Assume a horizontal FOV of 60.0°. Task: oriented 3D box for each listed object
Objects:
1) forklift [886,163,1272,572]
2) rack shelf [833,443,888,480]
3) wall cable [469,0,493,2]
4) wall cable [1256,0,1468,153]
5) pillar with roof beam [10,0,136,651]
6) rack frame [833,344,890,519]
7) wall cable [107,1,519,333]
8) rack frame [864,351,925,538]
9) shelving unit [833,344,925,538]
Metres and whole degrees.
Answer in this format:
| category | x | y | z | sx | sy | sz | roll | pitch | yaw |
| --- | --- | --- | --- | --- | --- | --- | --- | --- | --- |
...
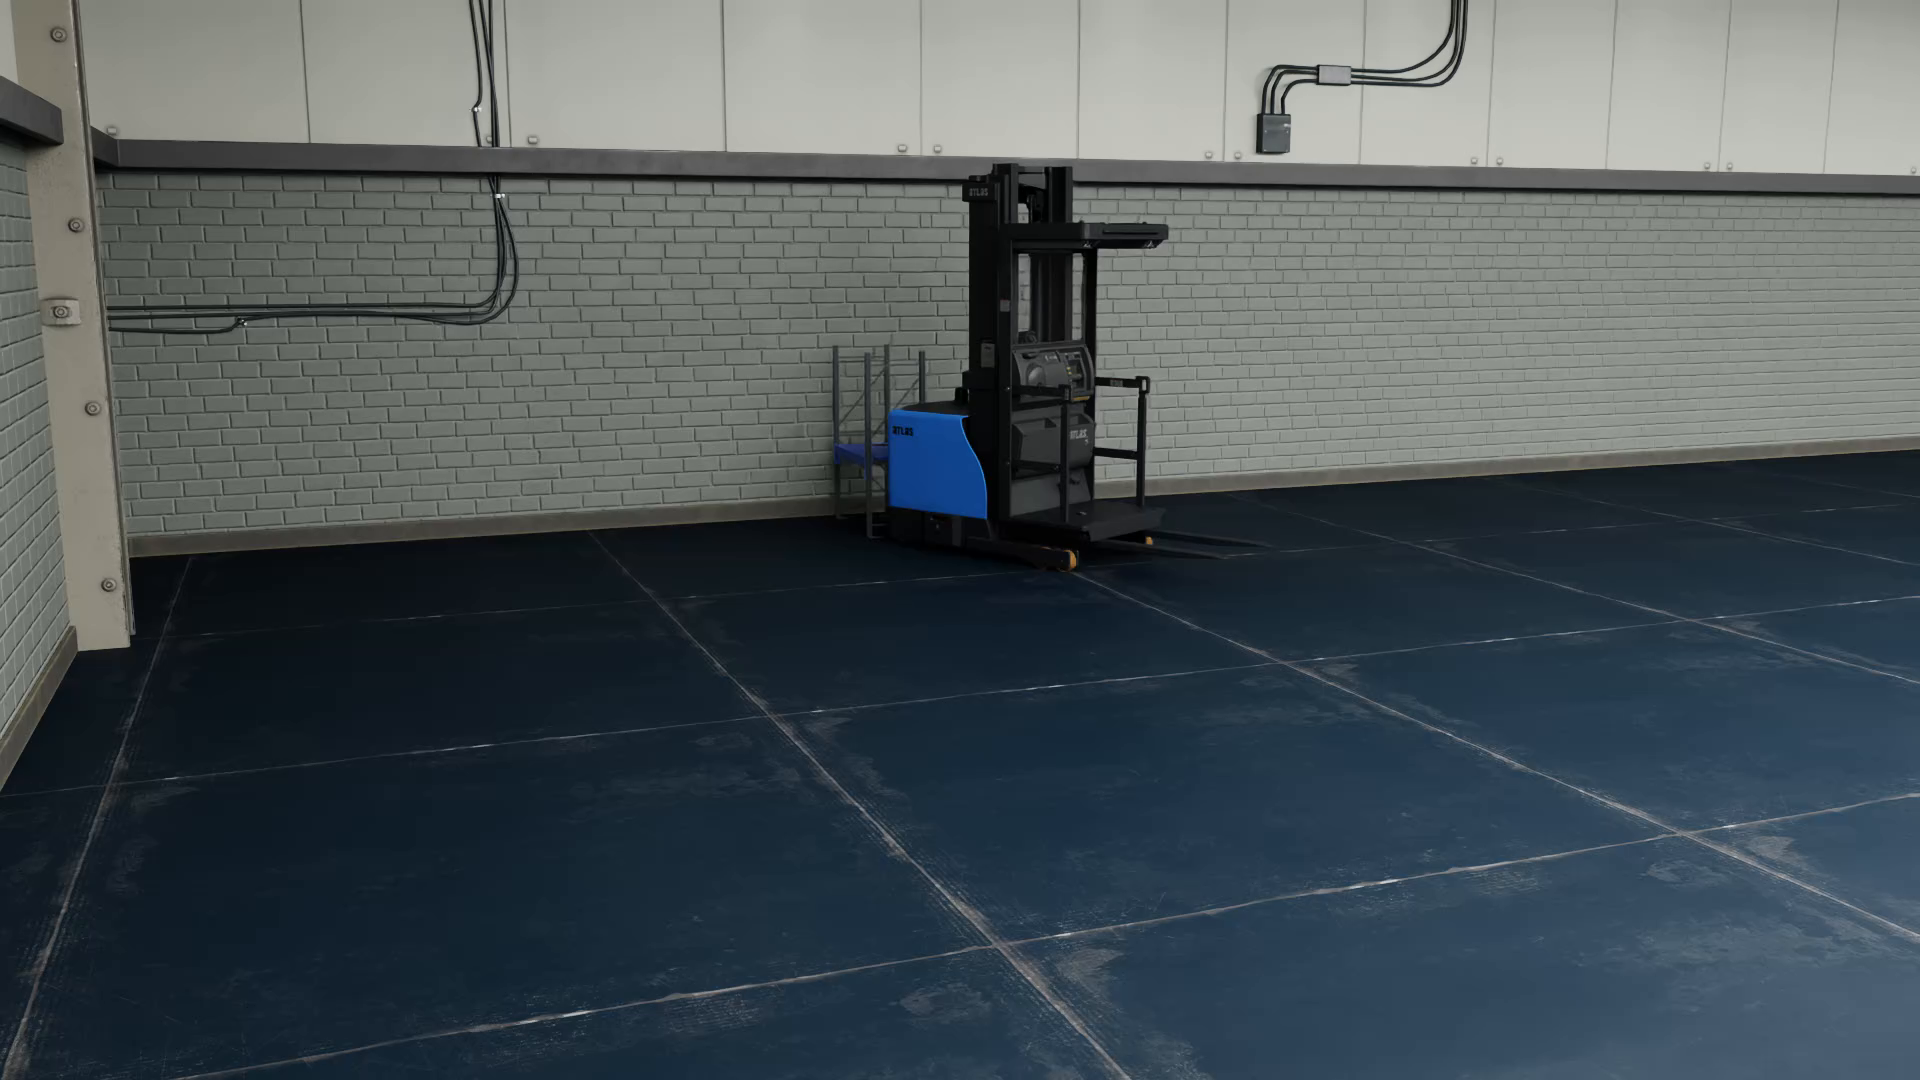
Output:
| category | x | y | z | sx | sy | sz | roll | pitch | yaw |
| --- | --- | --- | --- | --- | --- | --- | --- | --- | --- |
| forklift | 0.871 | -1.312 | 12.428 | 3.031 | 2.935 | 1.130 | 8 | 13 | 39 |
| rack shelf | -0.684 | -0.676 | 13.967 | 0.538 | 0.185 | 1.000 | -3 | 11 | -18 |
| wall cable | -2.452 | -5.513 | 13.163 | 3.097 | 2.526 | 0.112 | -4 | 11 | -21 |
| wall cable | 3.880 | -6.658 | 15.443 | 2.305 | 6.003 | 0.169 | -4 | 11 | -21 |
| pillar with roof beam | -1.126 | -4.092 | 10.729 | 9.100 | 9.000 | 0.400 | -4 | 11 | -21 |
| rack frame | -0.847 | -0.938 | 14.410 | 0.500 | 1.500 | 0.032 | -3 | 11 | -18 |
| wall cable | -4.973 | -2.855 | 12.641 | 3.097 | 2.526 | 0.112 | -4 | 11 | -21 |
| rack frame | -0.521 | -0.769 | 13.462 | 0.500 | 1.500 | 0.032 | -3 | 11 | -18 |
| shelving unit | -0.684 | -0.853 | 13.936 | 0.538 | 1.500 | 1.048 | -3 | 11 | -18 |
